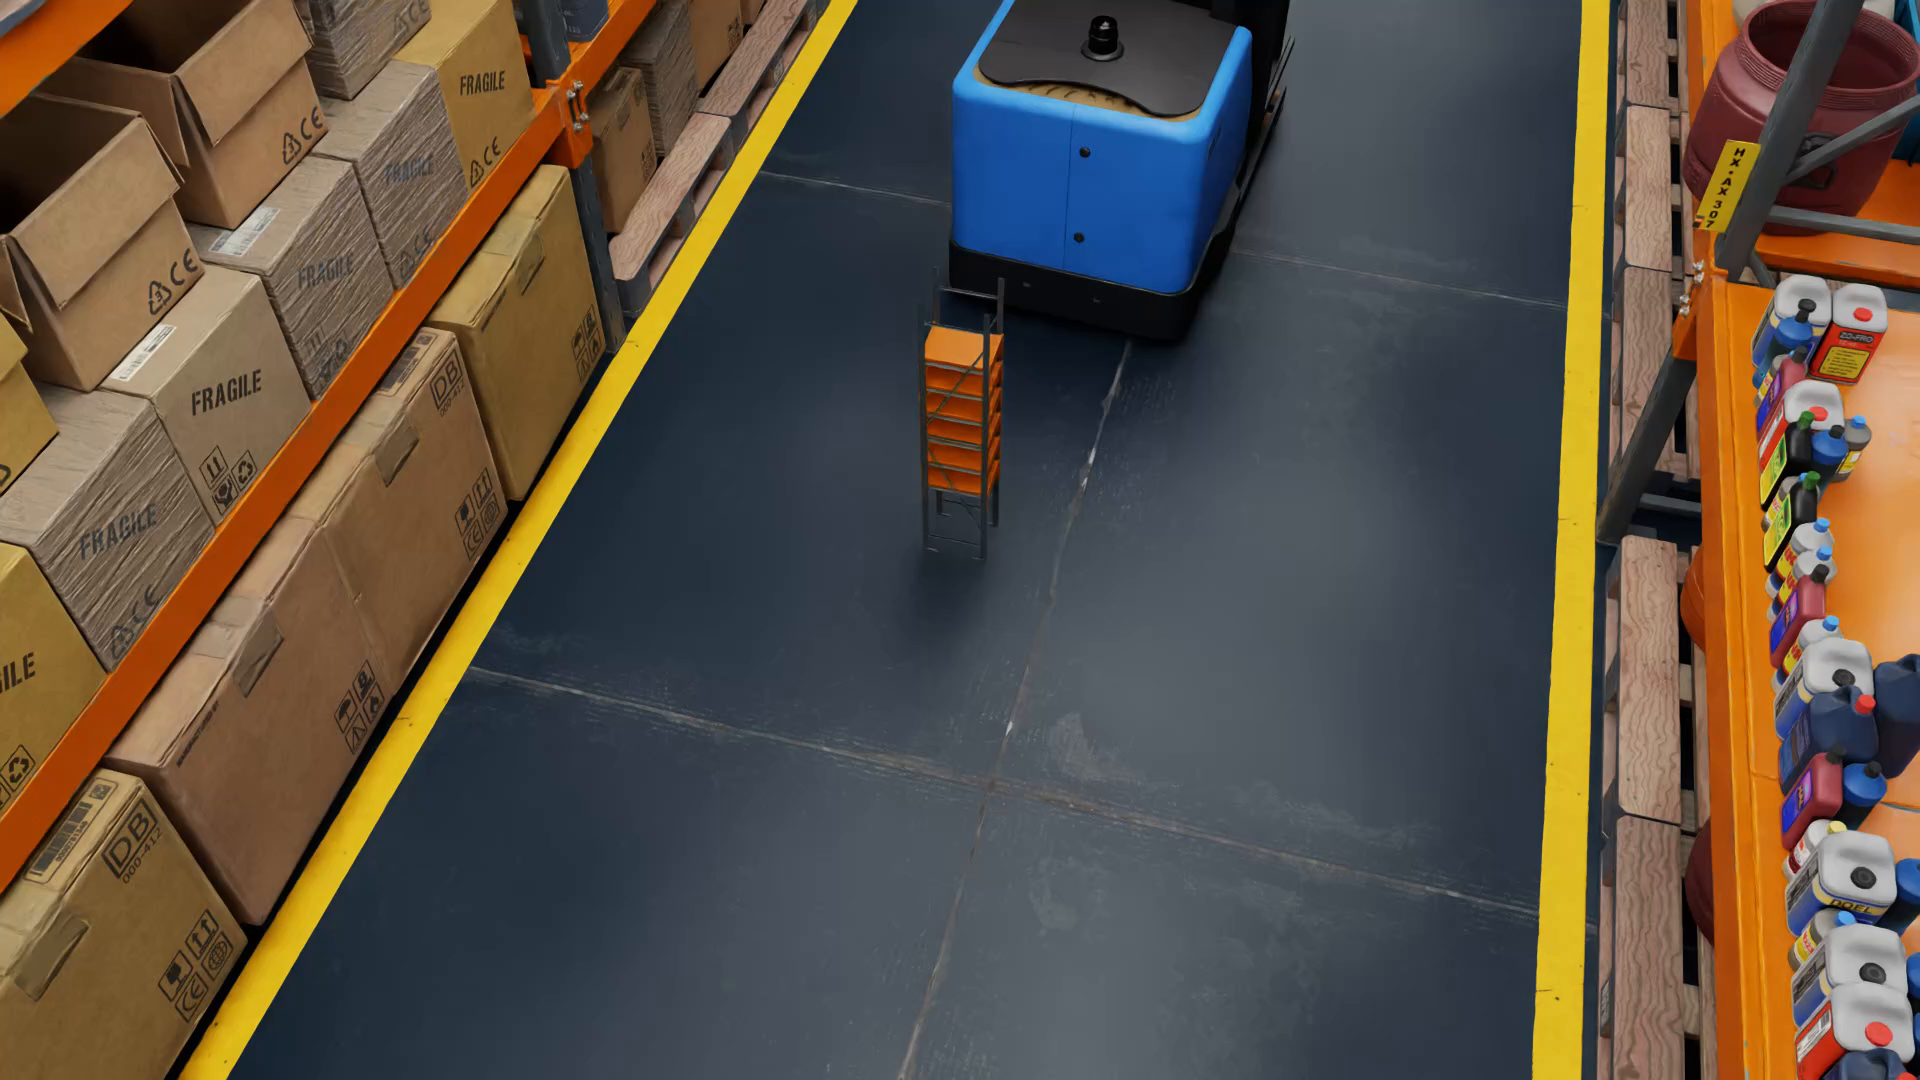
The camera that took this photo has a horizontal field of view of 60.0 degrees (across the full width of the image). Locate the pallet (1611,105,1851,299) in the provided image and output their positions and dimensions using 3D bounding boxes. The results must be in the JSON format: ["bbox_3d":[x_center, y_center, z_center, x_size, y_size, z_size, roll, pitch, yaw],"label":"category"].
[{"bbox_3d":[3.443,-1.433,7.374,1.003,0.211,1.213,12,50,10],"label":"pallet"}]

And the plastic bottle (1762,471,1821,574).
[{"bbox_3d":[2.191,-0.047,4.368,0.061,0.283,0.133,12,50,10],"label":"plastic bottle"}]

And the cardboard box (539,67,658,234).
[{"bbox_3d":[-1.743,-1.708,7.131,0.700,0.500,0.500,9,49,8],"label":"cardboard box"}]

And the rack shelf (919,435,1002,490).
[{"bbox_3d":[0.004,-0.299,5.933,0.258,0.103,0.180,12,50,10],"label":"rack shelf"}]

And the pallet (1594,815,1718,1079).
[{"bbox_3d":[2.388,1.457,4.823,1.003,0.211,1.213,12,50,10],"label":"pallet"}]

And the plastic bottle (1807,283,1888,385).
[{"bbox_3d":[2.600,-0.604,4.865,0.152,0.276,0.135,12,50,10],"label":"plastic bottle"}]

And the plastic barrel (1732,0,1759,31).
[{"bbox_3d":[3.054,-2.052,5.986,0.421,0.512,0.421,0,49,0],"label":"plastic barrel"}]

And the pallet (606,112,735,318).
[{"bbox_3d":[-1.693,-1.543,7.471,1.003,0.211,1.213,12,50,10],"label":"pallet"}]

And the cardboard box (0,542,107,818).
[{"bbox_3d":[-2.459,0.312,3.907,0.500,0.500,0.500,12,50,10],"label":"cardboard box"}]

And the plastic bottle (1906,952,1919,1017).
[{"bbox_3d":[2.007,0.948,3.499,0.097,0.271,0.097,0,49,0],"label":"plastic bottle"}]

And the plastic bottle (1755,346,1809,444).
[{"bbox_3d":[2.322,-0.407,4.687,0.061,0.283,0.133,12,50,10],"label":"plastic bottle"}]

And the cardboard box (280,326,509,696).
[{"bbox_3d":[-2.343,-0.199,5.562,1.225,0.875,0.875,12,50,10],"label":"cardboard box"}]

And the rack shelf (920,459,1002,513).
[{"bbox_3d":[0.004,-0.219,6.023,0.258,0.103,0.180,12,50,10],"label":"rack shelf"}]

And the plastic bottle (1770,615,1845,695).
[{"bbox_3d":[2.092,0.282,4.086,0.097,0.271,0.097,0,49,0],"label":"plastic bottle"}]

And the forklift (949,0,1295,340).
[{"bbox_3d":[0.924,-2.929,6.880,1.130,2.935,3.031,15,50,13],"label":"forklift"}]

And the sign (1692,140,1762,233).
[{"bbox_3d":[2.346,-1.081,5.095,0.100,0.325,0.005,12,50,10],"label":"sign"}]

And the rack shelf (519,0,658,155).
[{"bbox_3d":[-1.373,-3.110,7.474,1.077,0.370,4.000,12,50,10],"label":"rack shelf"}]

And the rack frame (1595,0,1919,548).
[{"bbox_3d":[2.879,-0.924,5.065,1.000,3.000,0.127,12,50,10],"label":"rack frame"}]

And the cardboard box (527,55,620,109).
[{"bbox_3d":[-1.752,-1.958,6.851,0.500,0.250,0.500,13,50,12],"label":"cardboard box"}]

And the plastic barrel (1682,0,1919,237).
[{"bbox_3d":[2.709,-1.364,5.363,0.600,0.536,0.708,12,50,10],"label":"plastic barrel"}]

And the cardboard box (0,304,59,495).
[{"bbox_3d":[-2.600,-0.331,3.805,0.797,0.503,0.637,12,50,10],"label":"cardboard box"}]

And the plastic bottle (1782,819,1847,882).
[{"bbox_3d":[1.947,0.703,3.761,0.097,0.201,0.097,0,49,0],"label":"plastic bottle"}]

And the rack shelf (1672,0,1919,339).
[{"bbox_3d":[3.405,-2.132,6.611,1.077,0.370,4.000,12,50,10],"label":"rack shelf"}]

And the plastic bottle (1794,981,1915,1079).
[{"bbox_3d":[1.847,1.033,3.421,0.152,0.276,0.135,12,50,10],"label":"plastic bottle"}]

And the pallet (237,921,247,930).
[{"bbox_3d":[-2.822,1.342,4.925,1.003,0.211,1.213,12,50,10],"label":"pallet"}]

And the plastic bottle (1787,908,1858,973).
[{"bbox_3d":[1.886,0.871,3.613,0.097,0.201,0.097,0,49,0],"label":"plastic bottle"}]

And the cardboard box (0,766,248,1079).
[{"bbox_3d":[-2.803,1.089,4.425,1.225,0.875,0.875,12,50,10],"label":"cardboard box"}]

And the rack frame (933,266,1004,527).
[{"bbox_3d":[0.028,-0.474,5.868,0.240,1.200,0.006,12,50,10],"label":"rack frame"}]

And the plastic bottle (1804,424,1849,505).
[{"bbox_3d":[2.333,-0.207,4.518,0.097,0.271,0.097,0,49,0],"label":"plastic bottle"}]

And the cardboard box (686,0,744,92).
[{"bbox_3d":[-1.466,-2.523,7.850,0.700,0.500,0.500,15,50,13],"label":"cardboard box"}]

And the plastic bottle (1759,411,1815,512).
[{"bbox_3d":[2.252,-0.213,4.516,0.061,0.283,0.133,12,50,10],"label":"plastic bottle"}]

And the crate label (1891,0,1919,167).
[{"bbox_3d":[3.401,-1.601,5.639,0.502,0.435,0.616,12,50,10],"label":"crate label"}]

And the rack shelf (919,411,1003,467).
[{"bbox_3d":[0.004,-0.378,5.843,0.258,0.103,0.180,12,50,10],"label":"rack shelf"}]

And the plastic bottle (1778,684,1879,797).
[{"bbox_3d":[2.042,0.460,3.877,0.144,0.351,0.185,12,50,10],"label":"plastic bottle"}]

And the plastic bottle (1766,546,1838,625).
[{"bbox_3d":[2.153,0.115,4.234,0.097,0.271,0.097,0,49,0],"label":"plastic bottle"}]

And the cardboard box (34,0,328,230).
[{"bbox_3d":[-2.282,-1.270,4.634,0.797,0.503,0.637,13,50,11],"label":"cardboard box"}]

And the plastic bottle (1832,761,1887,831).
[{"bbox_3d":[2.041,0.595,3.810,0.097,0.271,0.097,0,49,0],"label":"plastic bottle"}]

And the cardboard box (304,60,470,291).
[{"bbox_3d":[-1.927,-1.169,5.214,0.500,0.500,0.500,11,50,10],"label":"cardboard box"}]

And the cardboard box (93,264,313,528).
[{"bbox_3d":[-2.196,-0.425,4.558,0.500,0.500,0.500,12,50,11],"label":"cardboard box"}]

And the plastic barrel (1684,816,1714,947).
[{"bbox_3d":[2.469,0.909,4.775,0.600,0.588,0.708,12,50,10],"label":"plastic barrel"}]

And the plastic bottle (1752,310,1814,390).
[{"bbox_3d":[2.396,-0.554,4.824,0.097,0.271,0.097,0,49,0],"label":"plastic bottle"}]

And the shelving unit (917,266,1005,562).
[{"bbox_3d":[0.004,-0.408,5.809,0.258,1.200,0.189,12,50,10],"label":"shelving unit"}]

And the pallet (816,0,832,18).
[{"bbox_3d":[-1.050,-3.308,9.029,1.003,0.211,1.213,12,50,10],"label":"pallet"}]
